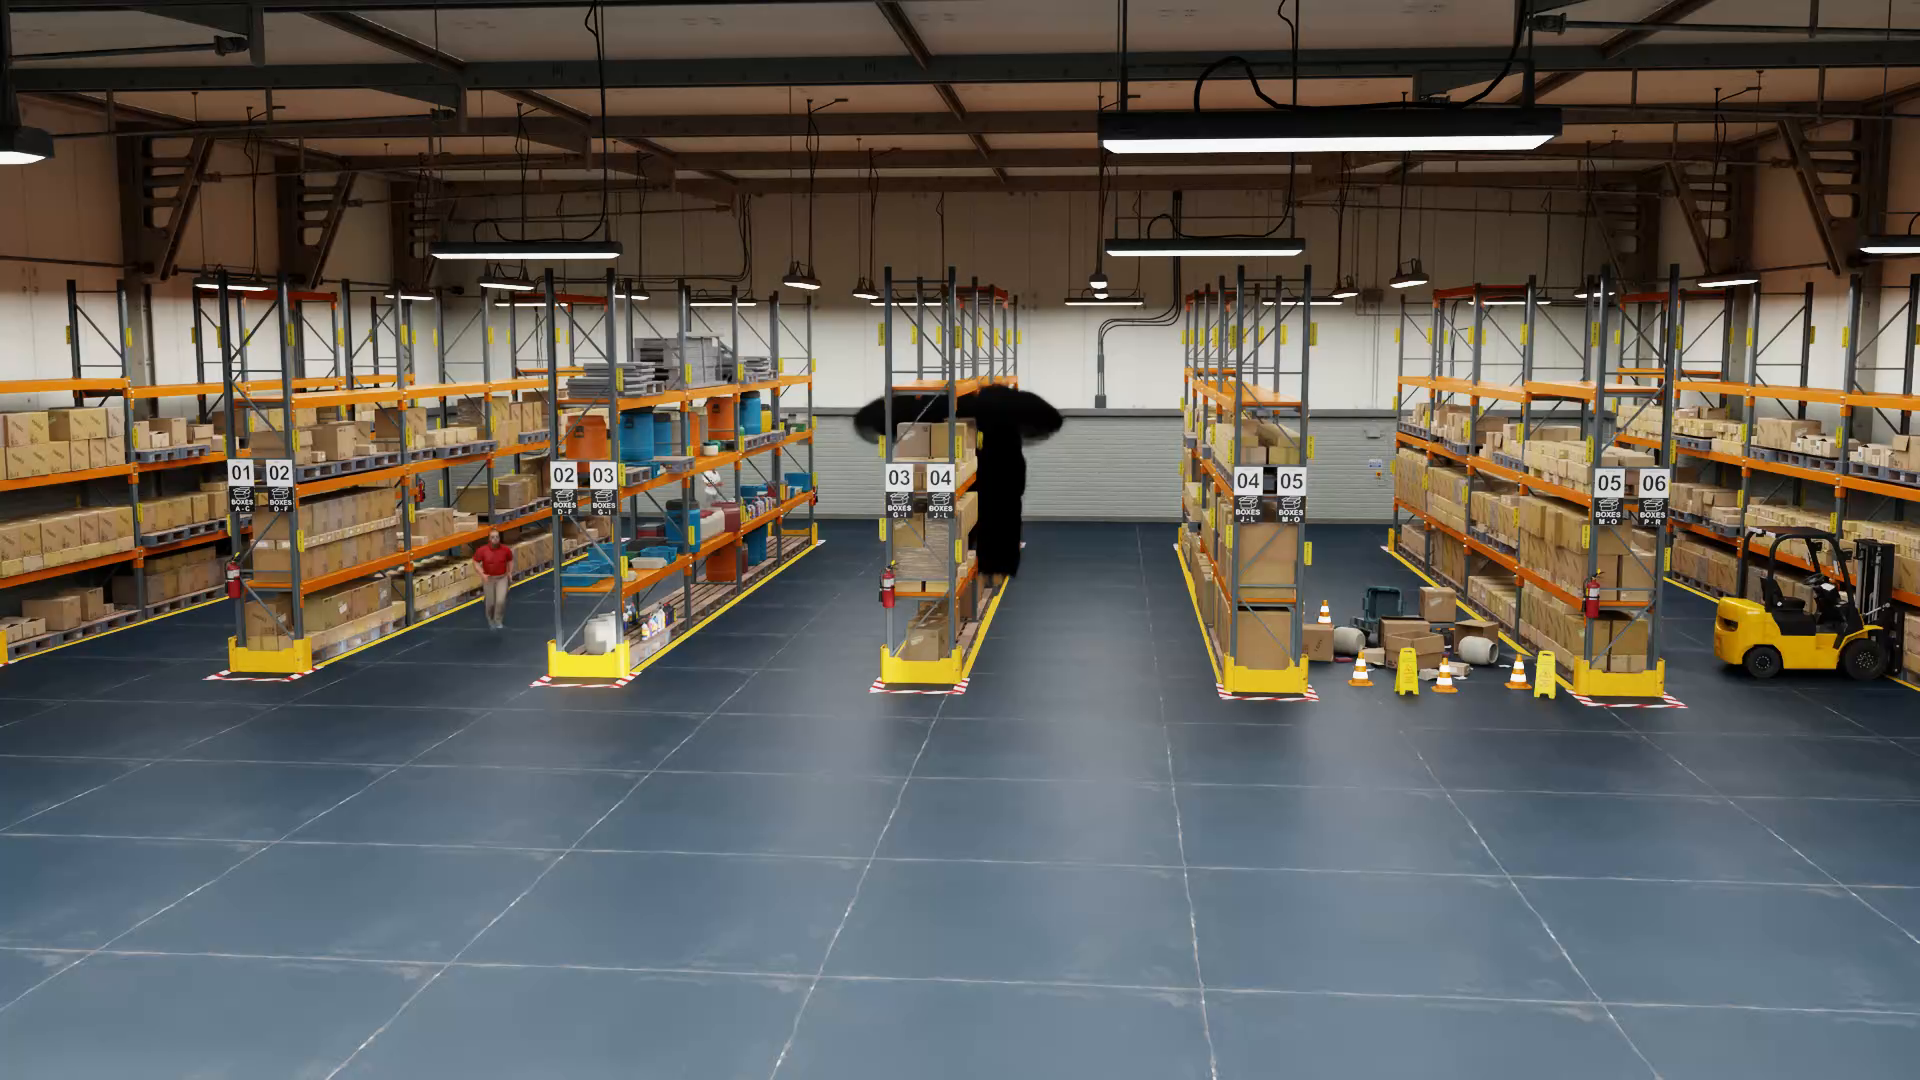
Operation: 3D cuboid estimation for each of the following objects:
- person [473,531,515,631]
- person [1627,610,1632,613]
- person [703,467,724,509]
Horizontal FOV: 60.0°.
[{"bbox_3d":[-7.604,0.674,27.158,0.663,1.697,0.600,-3,7,-21],"label":"person"},{"bbox_3d":[11.354,0.725,28.760,0.616,1.621,0.619,-1,7,-5],"label":"person"},{"bbox_3d":[-6.525,-1.197,43.853,0.849,1.824,0.680,4,8,27],"label":"person"}]
